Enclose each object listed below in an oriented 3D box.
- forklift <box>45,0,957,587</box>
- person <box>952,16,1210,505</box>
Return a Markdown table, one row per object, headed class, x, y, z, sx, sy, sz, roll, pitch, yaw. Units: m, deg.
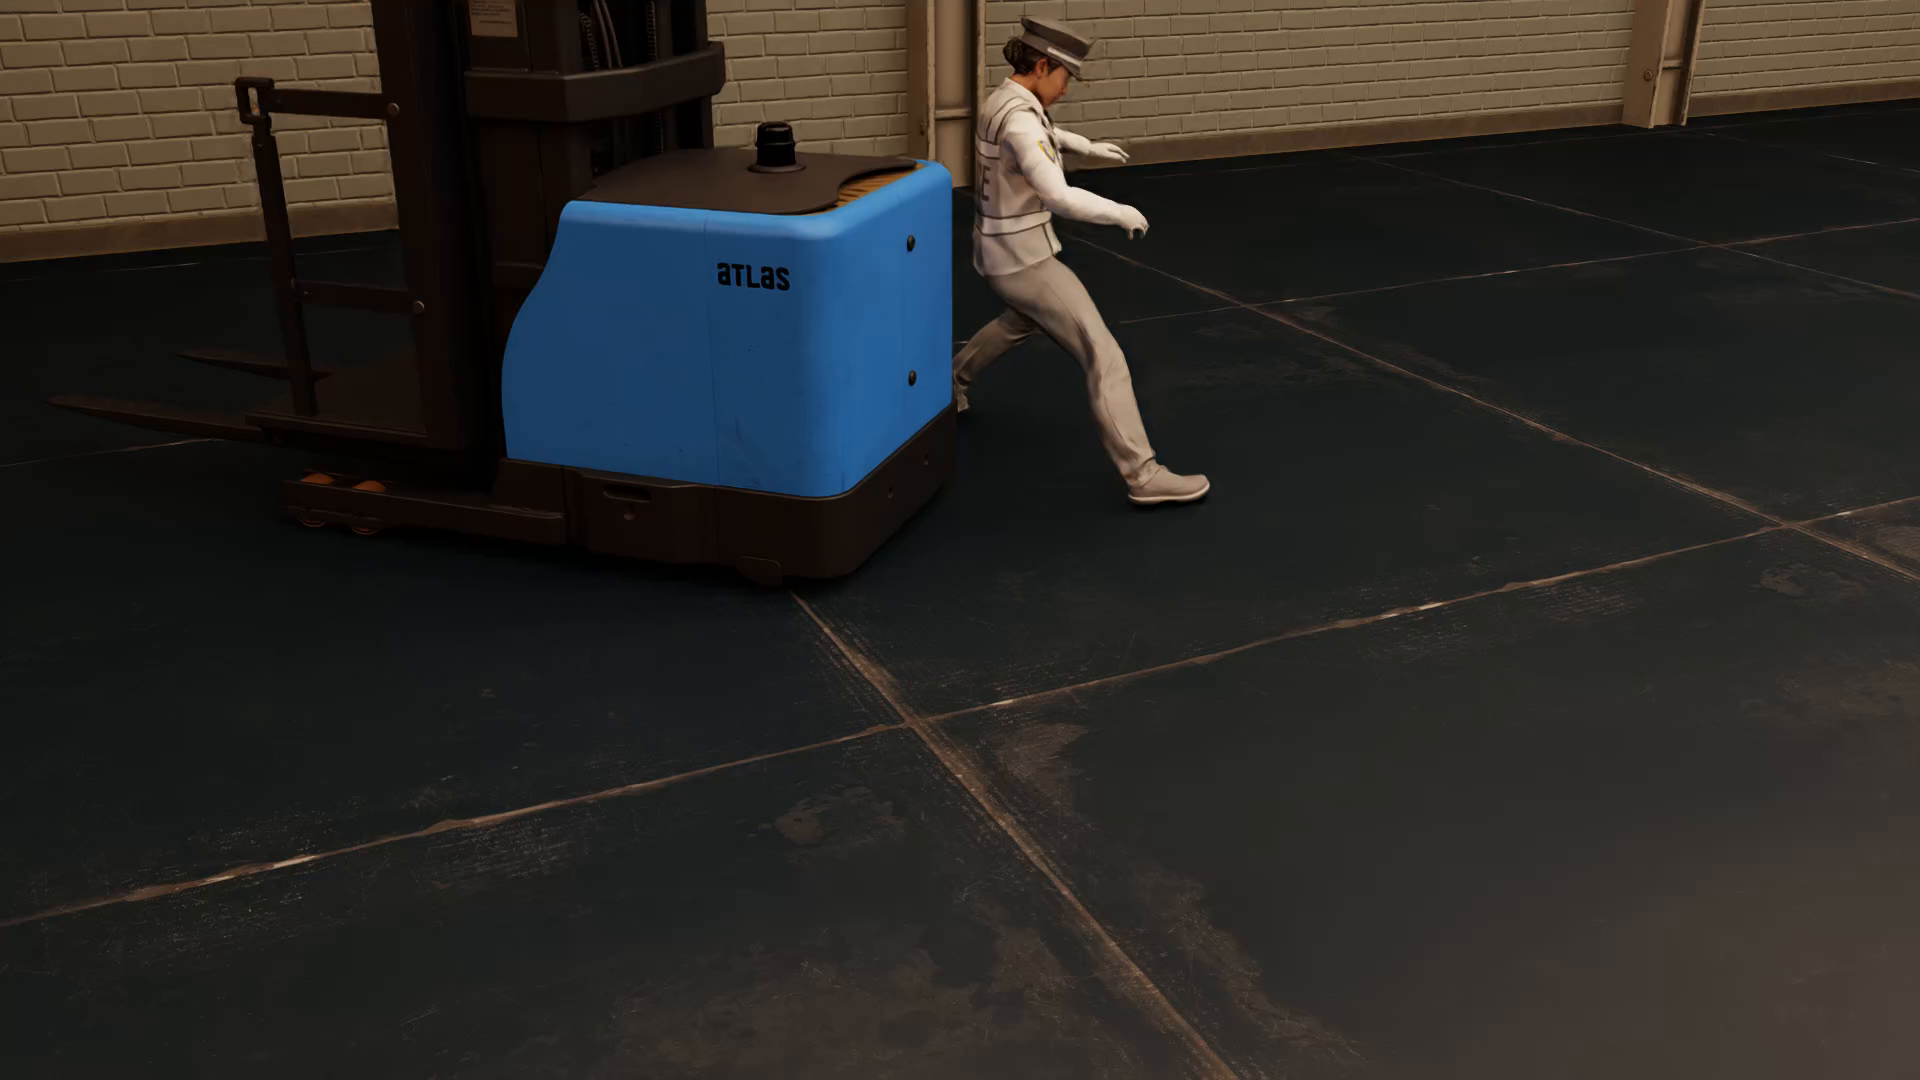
| class | x | y | z | sx | sy | sz | roll | pitch | yaw |
| --- | --- | --- | --- | --- | --- | --- | --- | --- | --- |
| forklift | -1.583 | -1.549 | 5.014 | 3.031 | 2.935 | 1.130 | 8 | 24 | 18 |
| person | 0.342 | -0.986 | 5.583 | 0.810 | 1.489 | 1.209 | -3 | 23 | -7 |
